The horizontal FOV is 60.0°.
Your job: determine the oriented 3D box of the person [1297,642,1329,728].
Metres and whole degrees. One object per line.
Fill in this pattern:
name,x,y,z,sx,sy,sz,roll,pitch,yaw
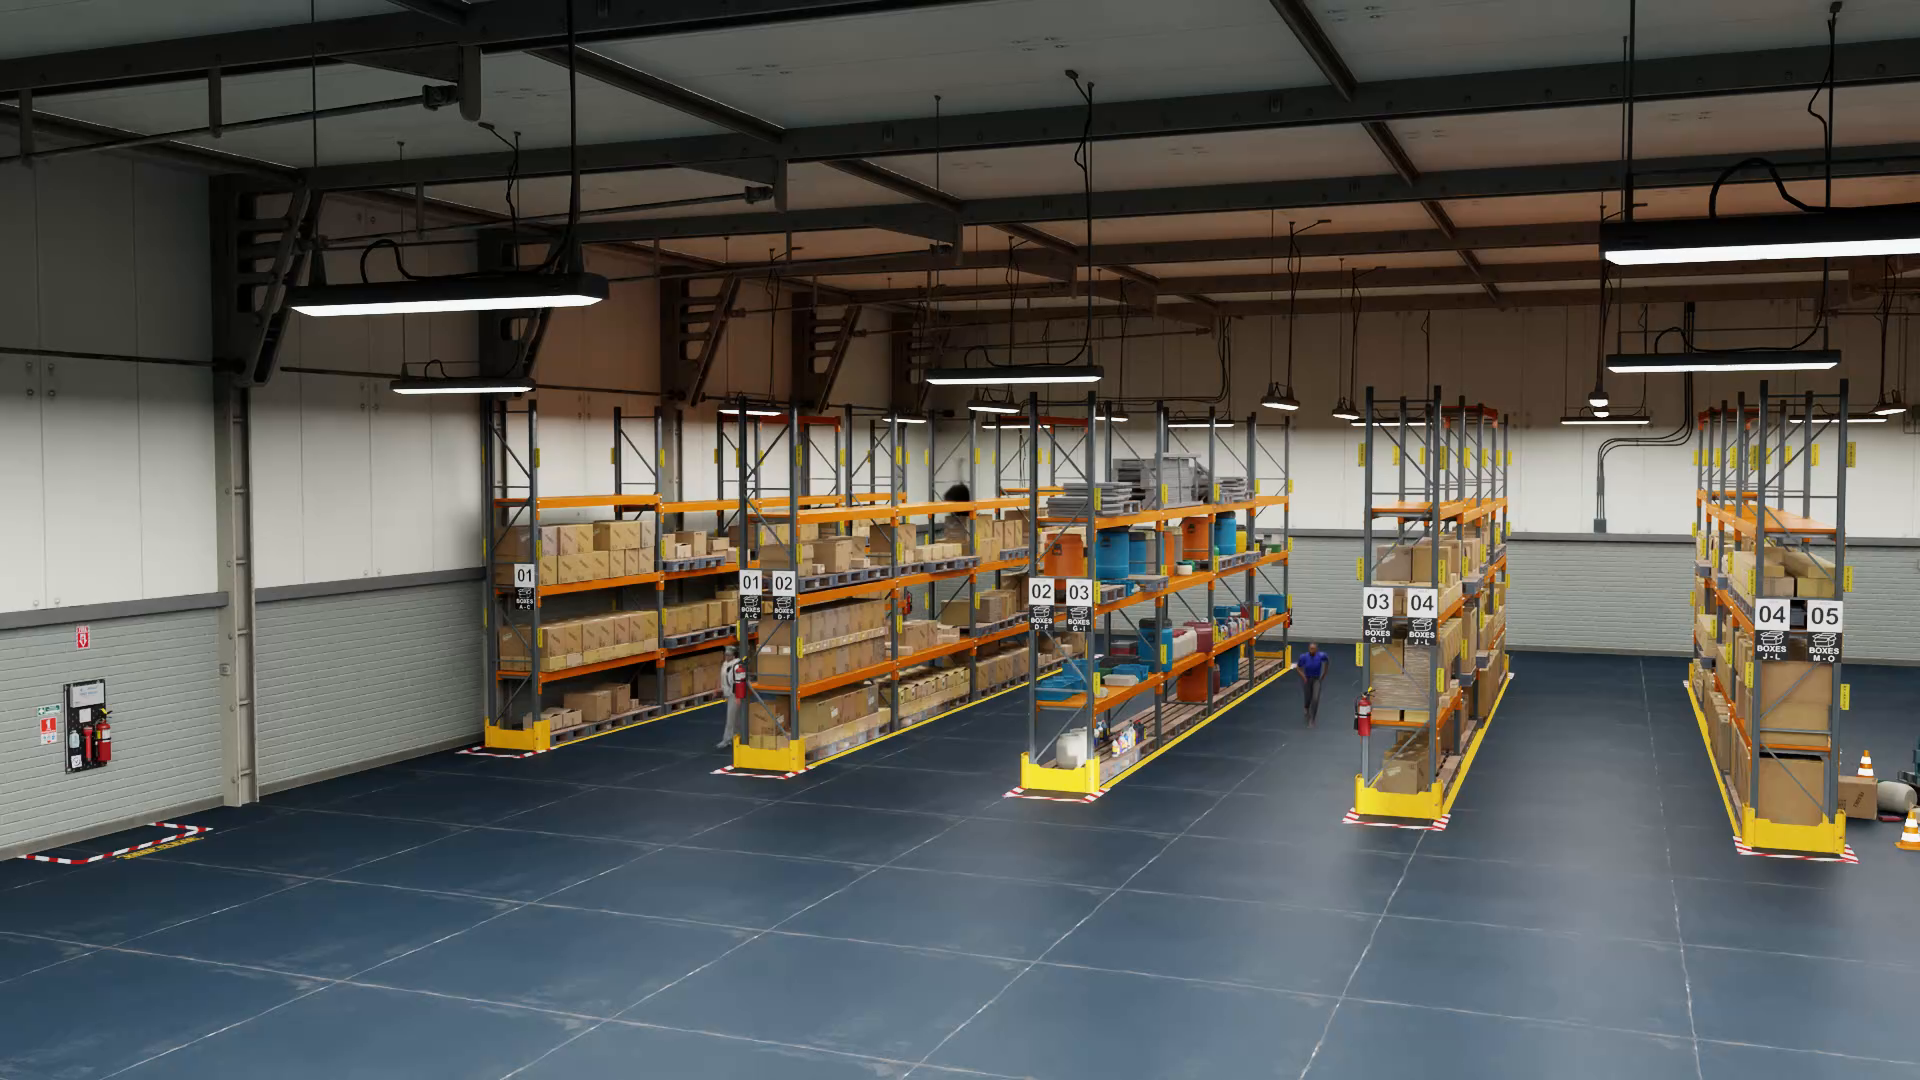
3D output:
person,6.625,2.687,31.320,0.603,1.618,0.960,0,3,2

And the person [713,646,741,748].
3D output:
person,-4.027,2.708,29.127,0.780,1.741,0.733,-2,3,-35

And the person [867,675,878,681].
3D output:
person,-1.853,2.454,34.802,0.511,1.713,0.816,1,3,27
